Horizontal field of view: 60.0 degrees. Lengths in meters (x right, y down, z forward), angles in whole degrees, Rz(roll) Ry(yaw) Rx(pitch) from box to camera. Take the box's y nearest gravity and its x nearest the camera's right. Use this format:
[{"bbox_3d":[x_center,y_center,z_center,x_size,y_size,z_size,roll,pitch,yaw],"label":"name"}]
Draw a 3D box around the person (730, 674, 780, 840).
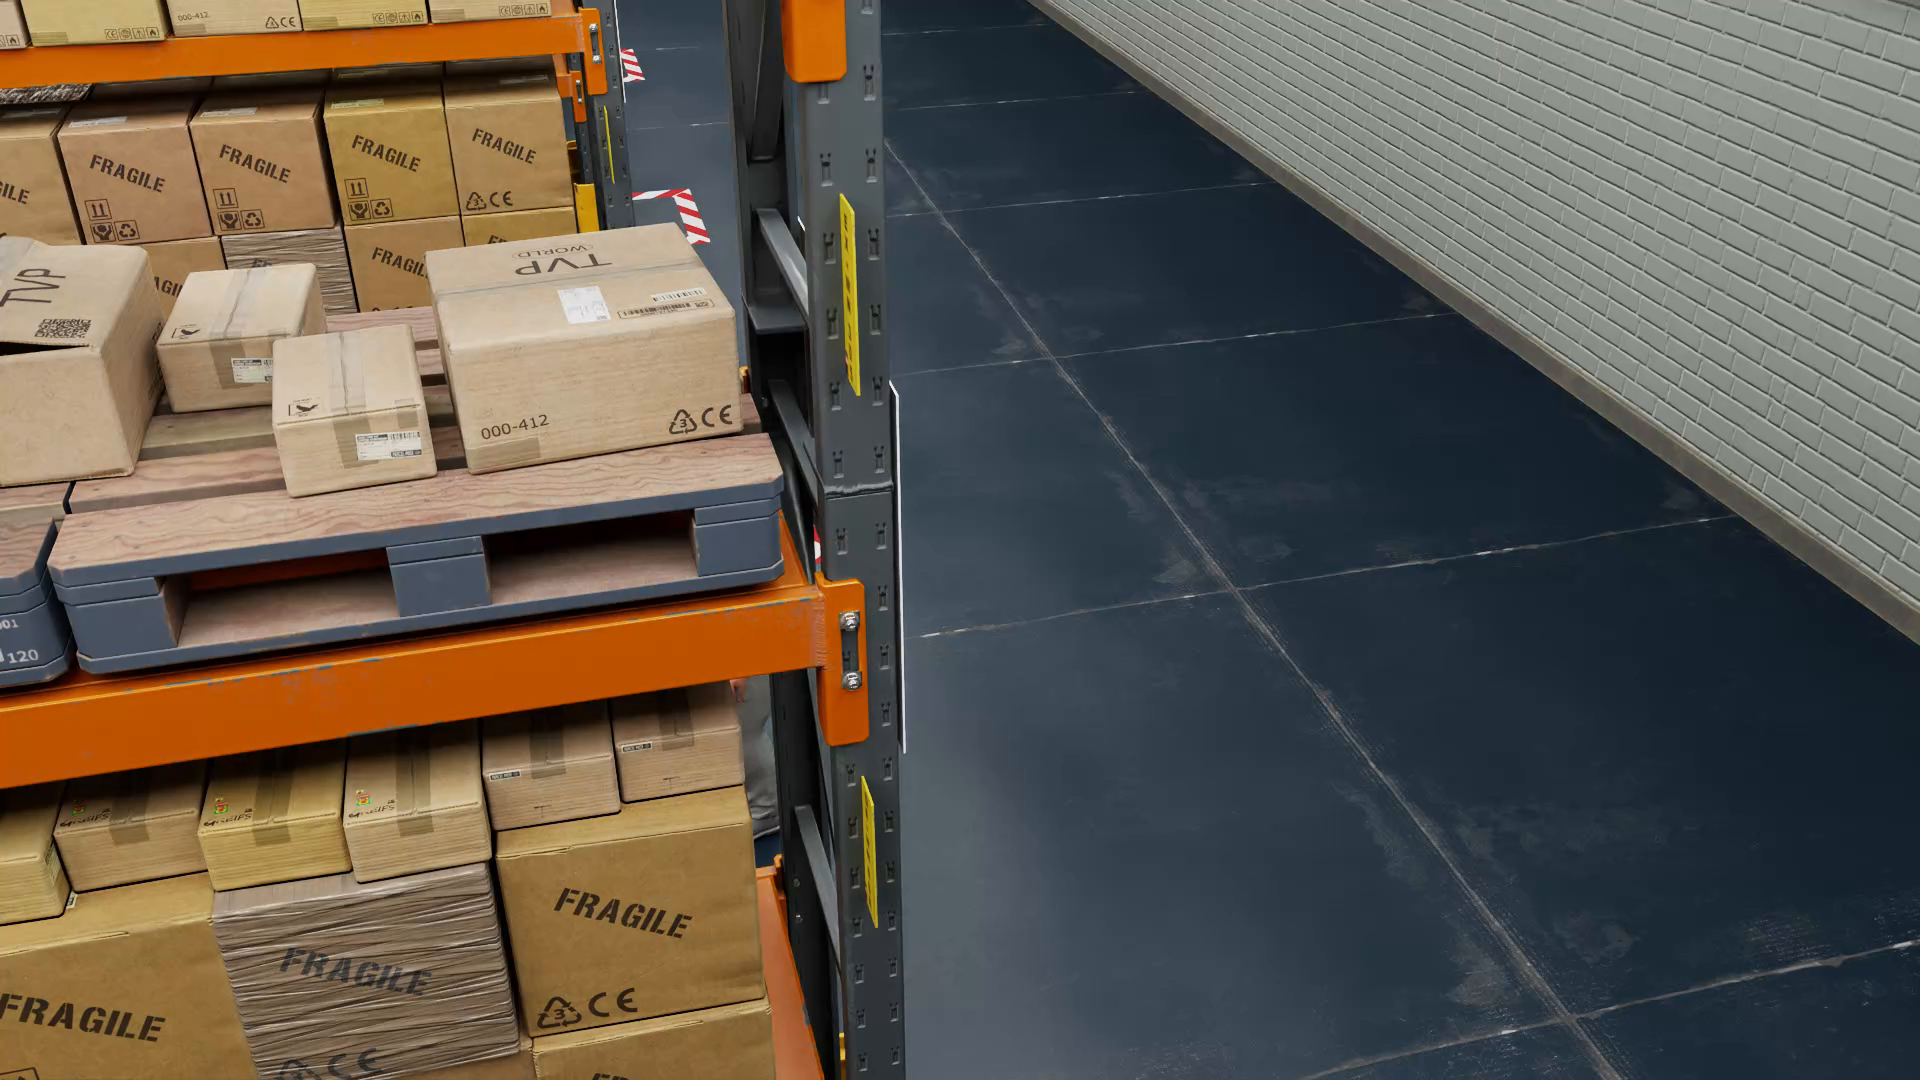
[{"bbox_3d":[-0.860,0.372,6.479,0.432,1.748,0.585,-8,31,-13],"label":"person"}]
